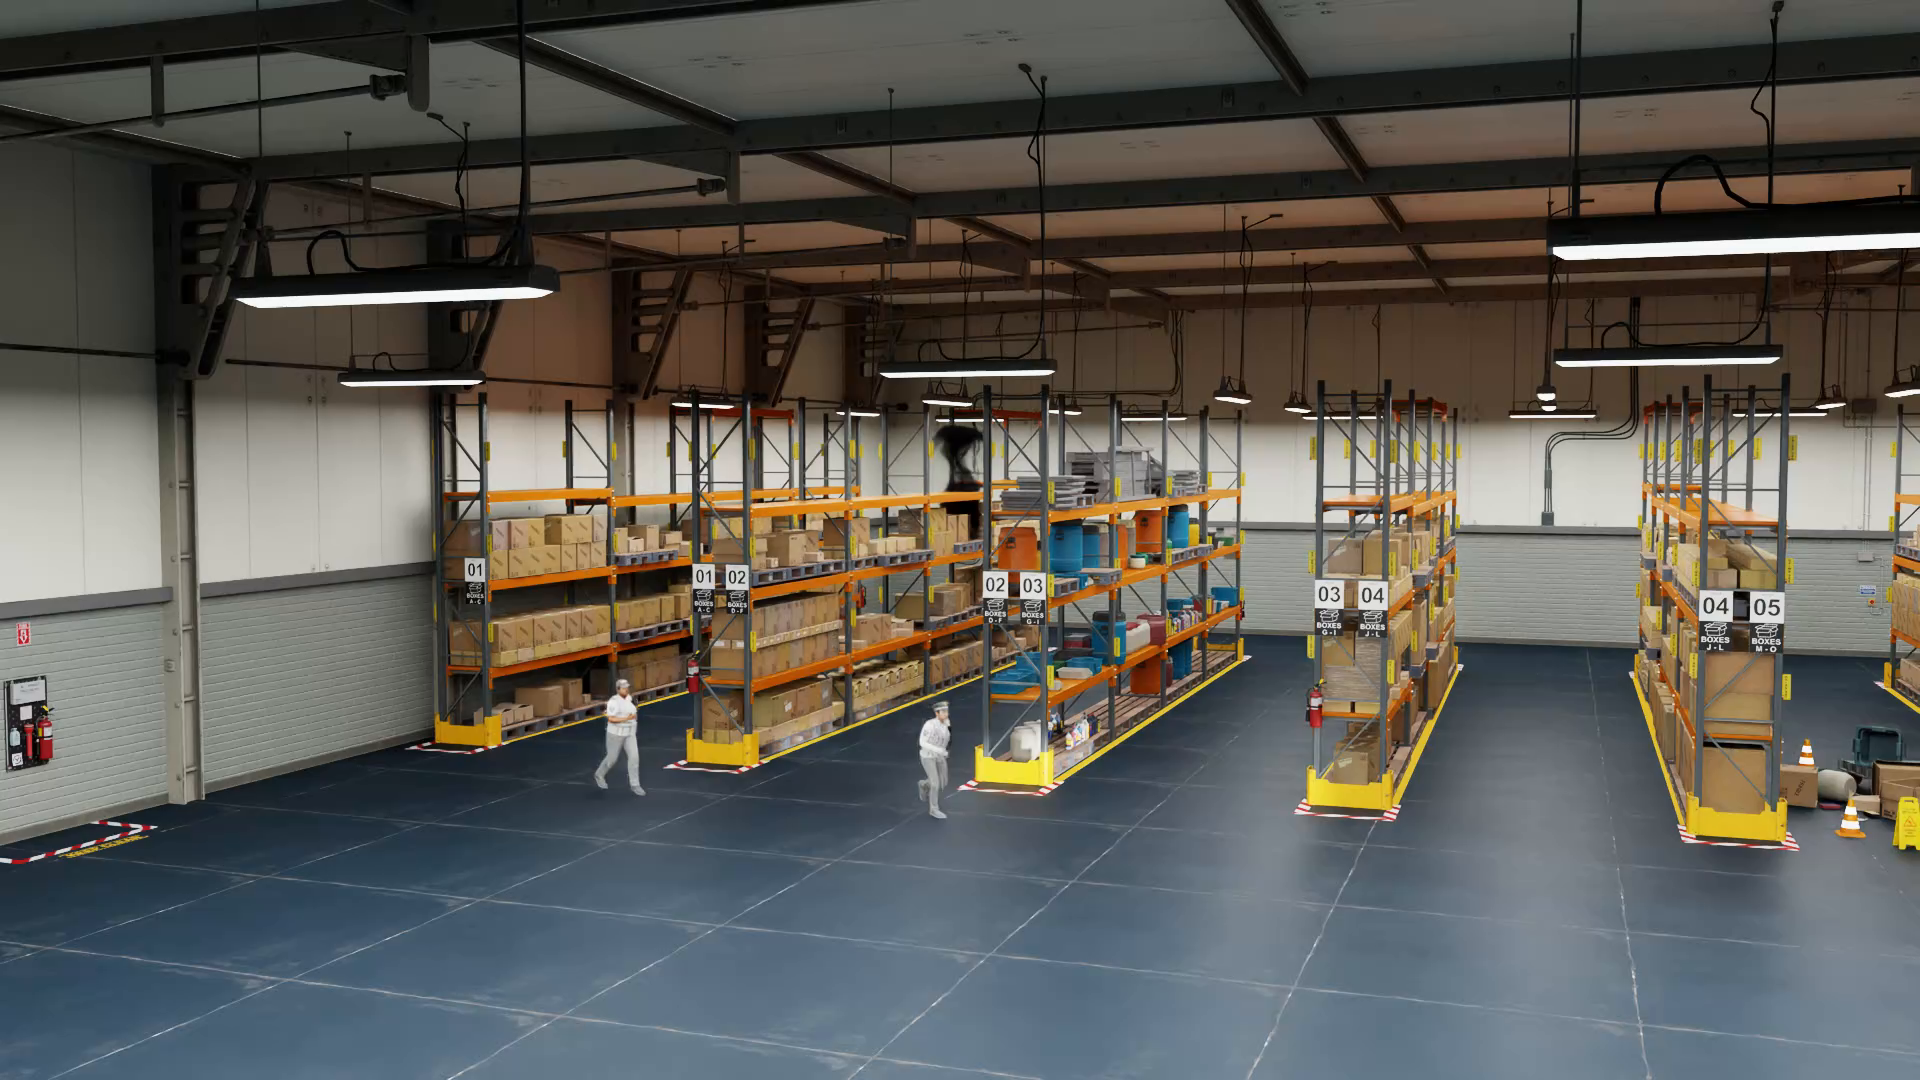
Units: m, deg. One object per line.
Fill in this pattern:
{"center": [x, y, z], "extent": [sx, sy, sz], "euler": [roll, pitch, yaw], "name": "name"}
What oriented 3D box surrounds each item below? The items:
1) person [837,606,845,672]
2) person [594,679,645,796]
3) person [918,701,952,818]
{"center": [-2.539, 2.261, 35.308], "extent": [0.662, 1.743, 0.923], "euler": [1, 3, 18], "name": "person"}
{"center": [-4.966, 2.854, 24.275], "extent": [0.933, 1.669, 0.598], "euler": [2, 4, 36], "name": "person"}
{"center": [-0.350, 2.989, 22.754], "extent": [0.602, 1.630, 0.694], "euler": [-2, 4, -39], "name": "person"}
